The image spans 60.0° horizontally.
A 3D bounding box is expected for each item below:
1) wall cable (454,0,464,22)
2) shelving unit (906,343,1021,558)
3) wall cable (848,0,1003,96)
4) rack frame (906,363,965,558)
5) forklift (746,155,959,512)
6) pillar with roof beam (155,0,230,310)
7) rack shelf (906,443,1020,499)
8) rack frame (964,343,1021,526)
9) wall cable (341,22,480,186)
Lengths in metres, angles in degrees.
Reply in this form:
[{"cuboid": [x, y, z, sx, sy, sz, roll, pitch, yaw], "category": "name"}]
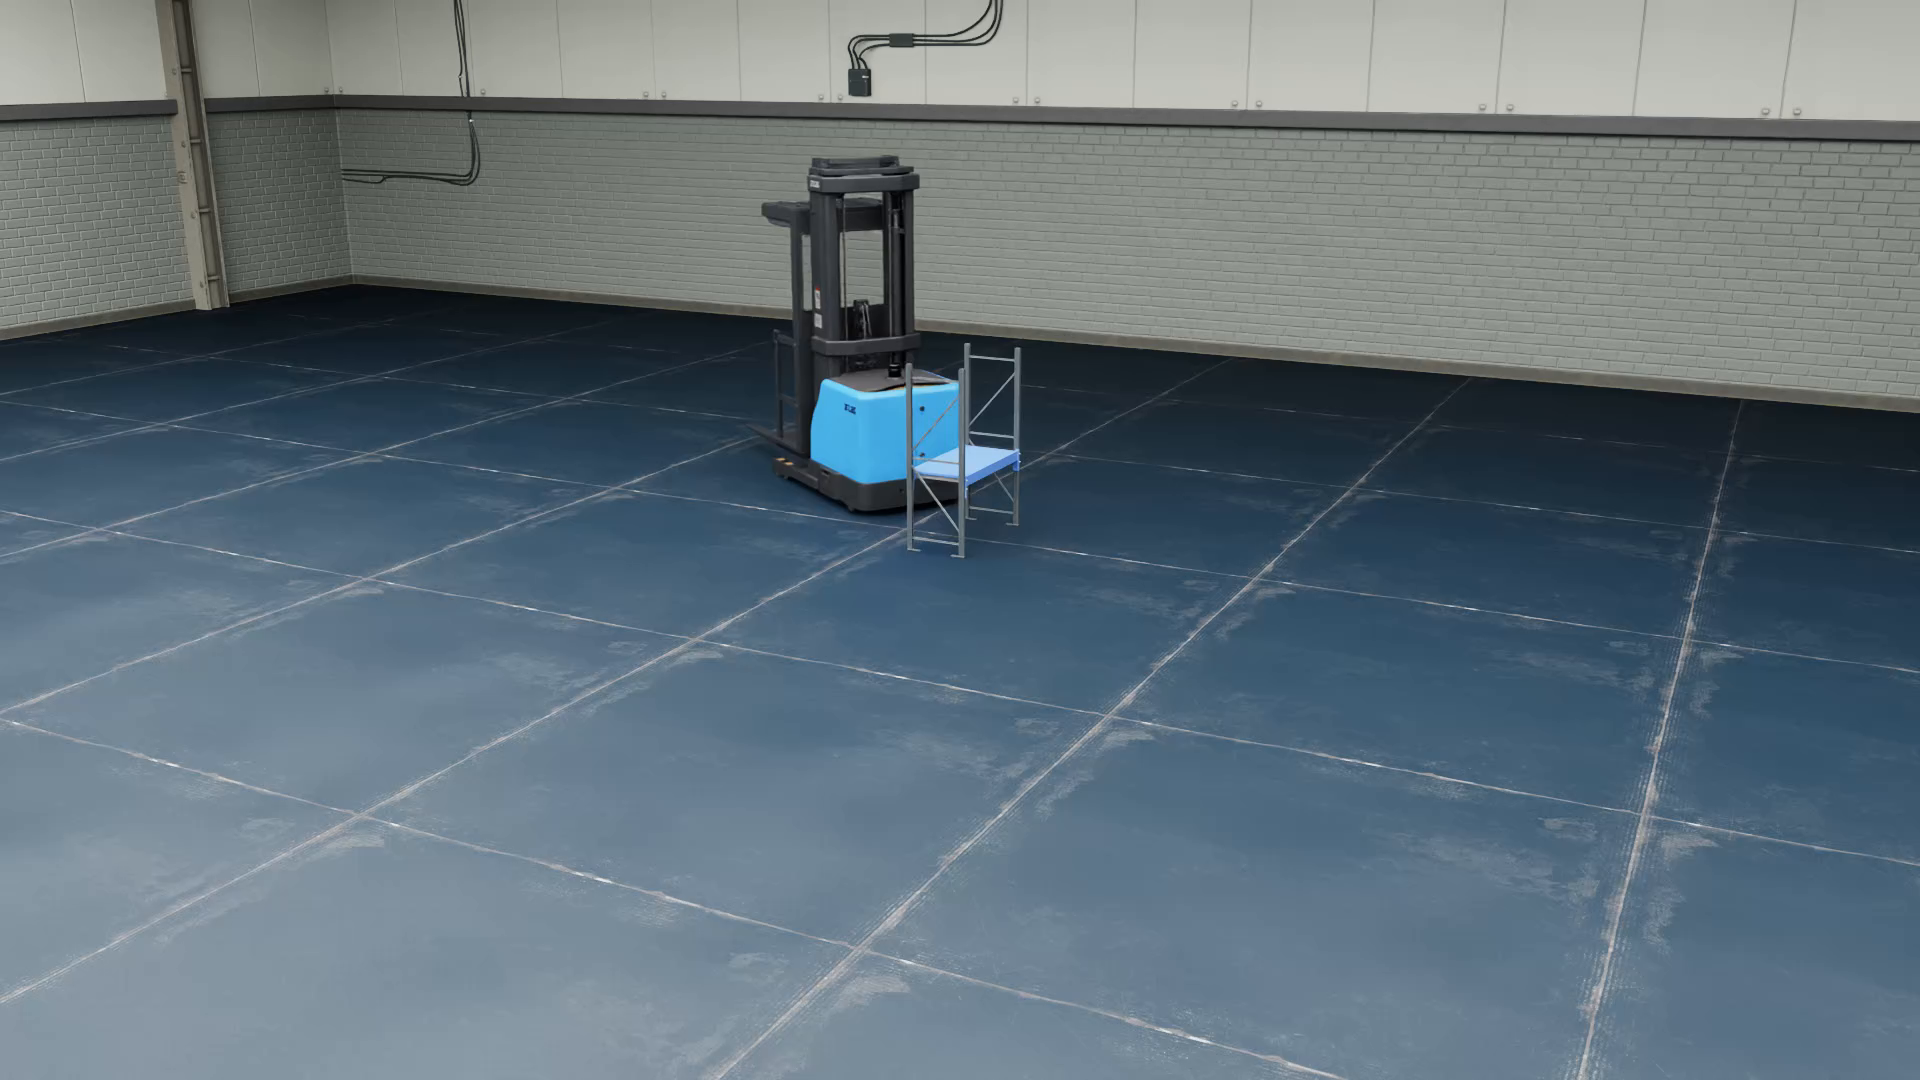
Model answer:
[{"cuboid": [-6.560, -9.052, 24.781, 3.097, 2.526, 0.112, 8, 18, 25], "category": "wall cable"}, {"cuboid": [0.038, -0.741, 13.384, 0.538, 1.500, 1.048, 8, 18, 25], "category": "shelving unit"}, {"cuboid": [-0.494, -8.882, 21.652, 2.305, 6.003, 0.169, 8, 18, 25], "category": "wall cable"}, {"cuboid": [-0.189, -0.611, 12.948, 0.500, 1.500, 0.032, 8, 18, 25], "category": "rack frame"}, {"cuboid": [-1.110, -2.018, 15.171, 1.130, 2.935, 3.031, -9, 19, -28], "category": "forklift"}, {"cuboid": [-7.628, -7.334, 22.412, 9.100, 9.000, 0.400, 8, 18, 25], "category": "pillar with roof beam"}, {"cuboid": [0.038, -0.568, 13.435, 0.538, 0.185, 1.000, 8, 18, 25], "category": "rack shelf"}, {"cuboid": [0.265, -0.870, 13.820, 0.500, 1.500, 0.032, 8, 18, 25], "category": "rack frame"}, {"cuboid": [-8.980, -6.976, 26.658, 3.097, 2.526, 0.112, 8, 18, 25], "category": "wall cable"}]
